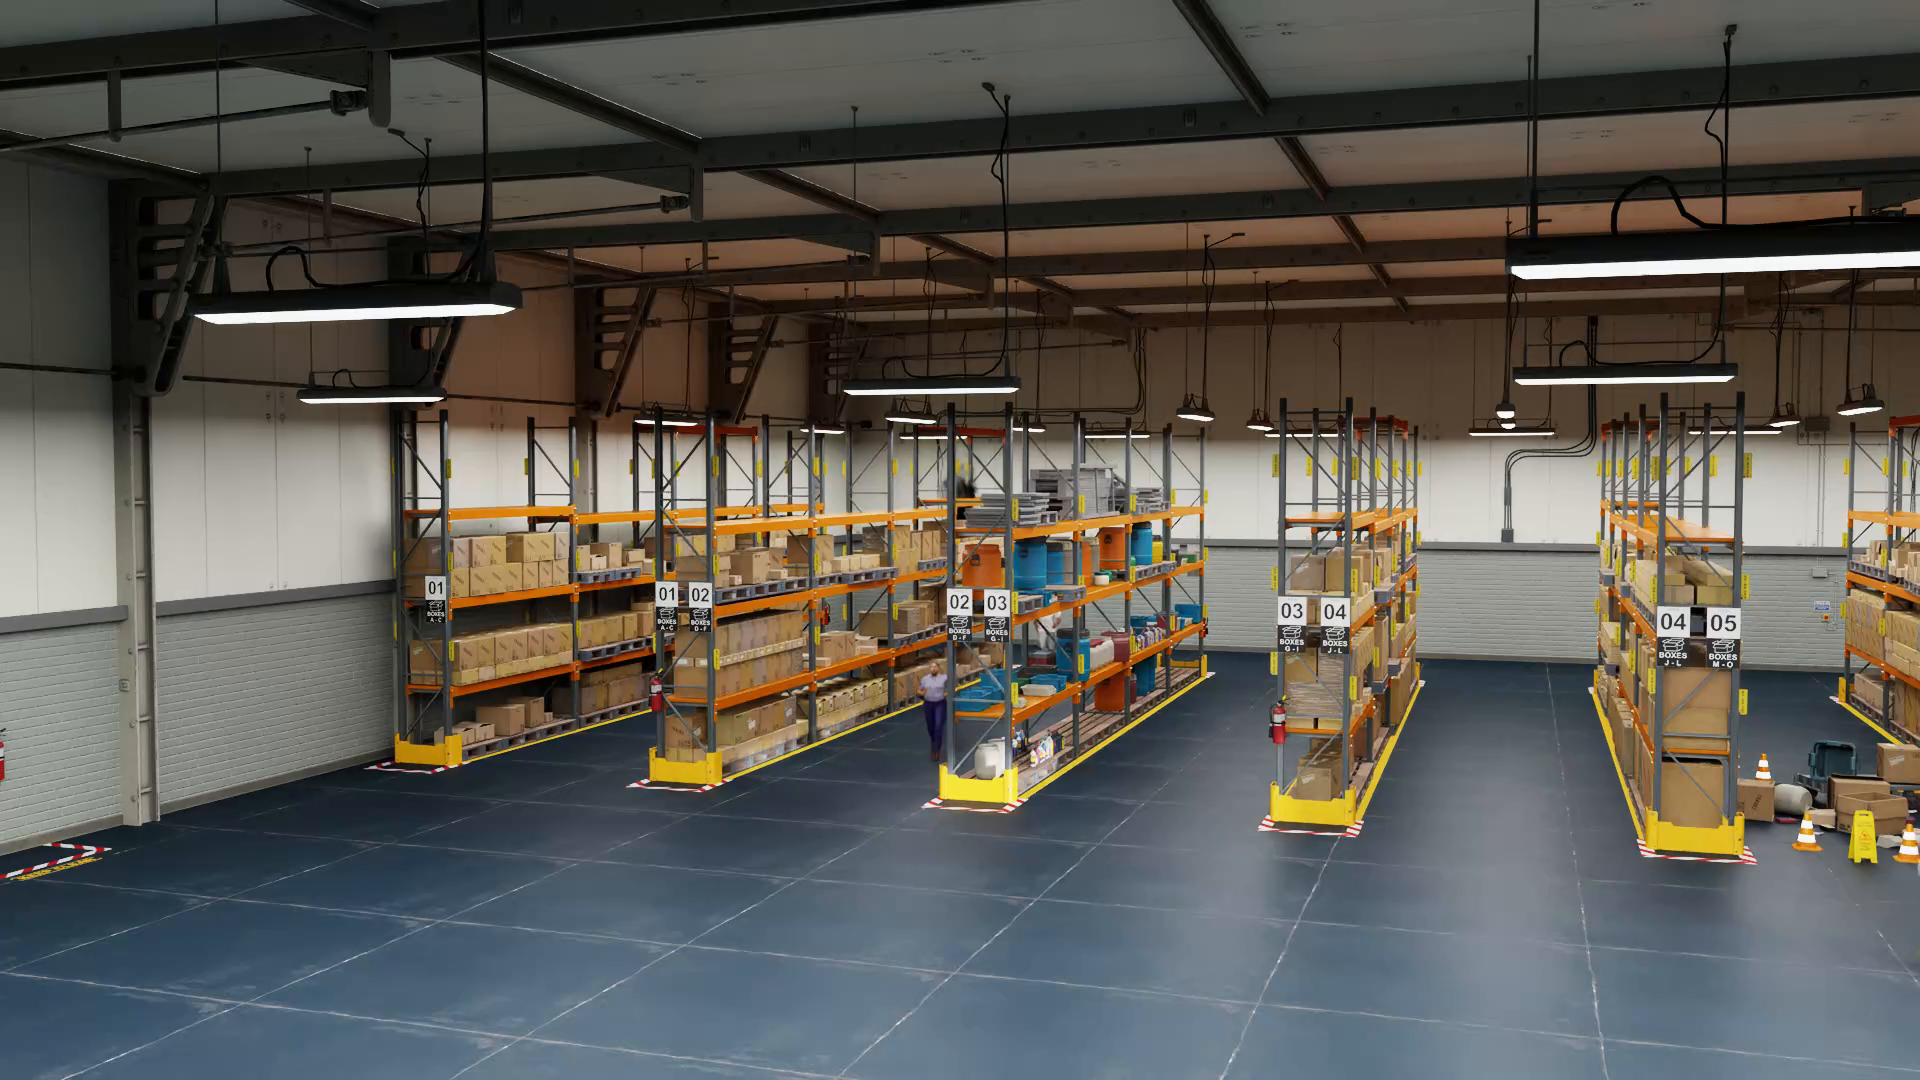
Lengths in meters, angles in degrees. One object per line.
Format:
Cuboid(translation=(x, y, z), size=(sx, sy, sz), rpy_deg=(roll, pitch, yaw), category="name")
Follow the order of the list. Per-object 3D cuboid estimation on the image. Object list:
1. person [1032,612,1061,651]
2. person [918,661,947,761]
Cuboid(translation=(2.058, 2.191, 39.873), size=(0.718, 1.733, 0.667), rpy_deg=(1, 3, 13), category="person")
Cuboid(translation=(-0.439, 2.926, 28.804), size=(0.598, 1.672, 0.874), rpy_deg=(1, 2, 12), category="person")
